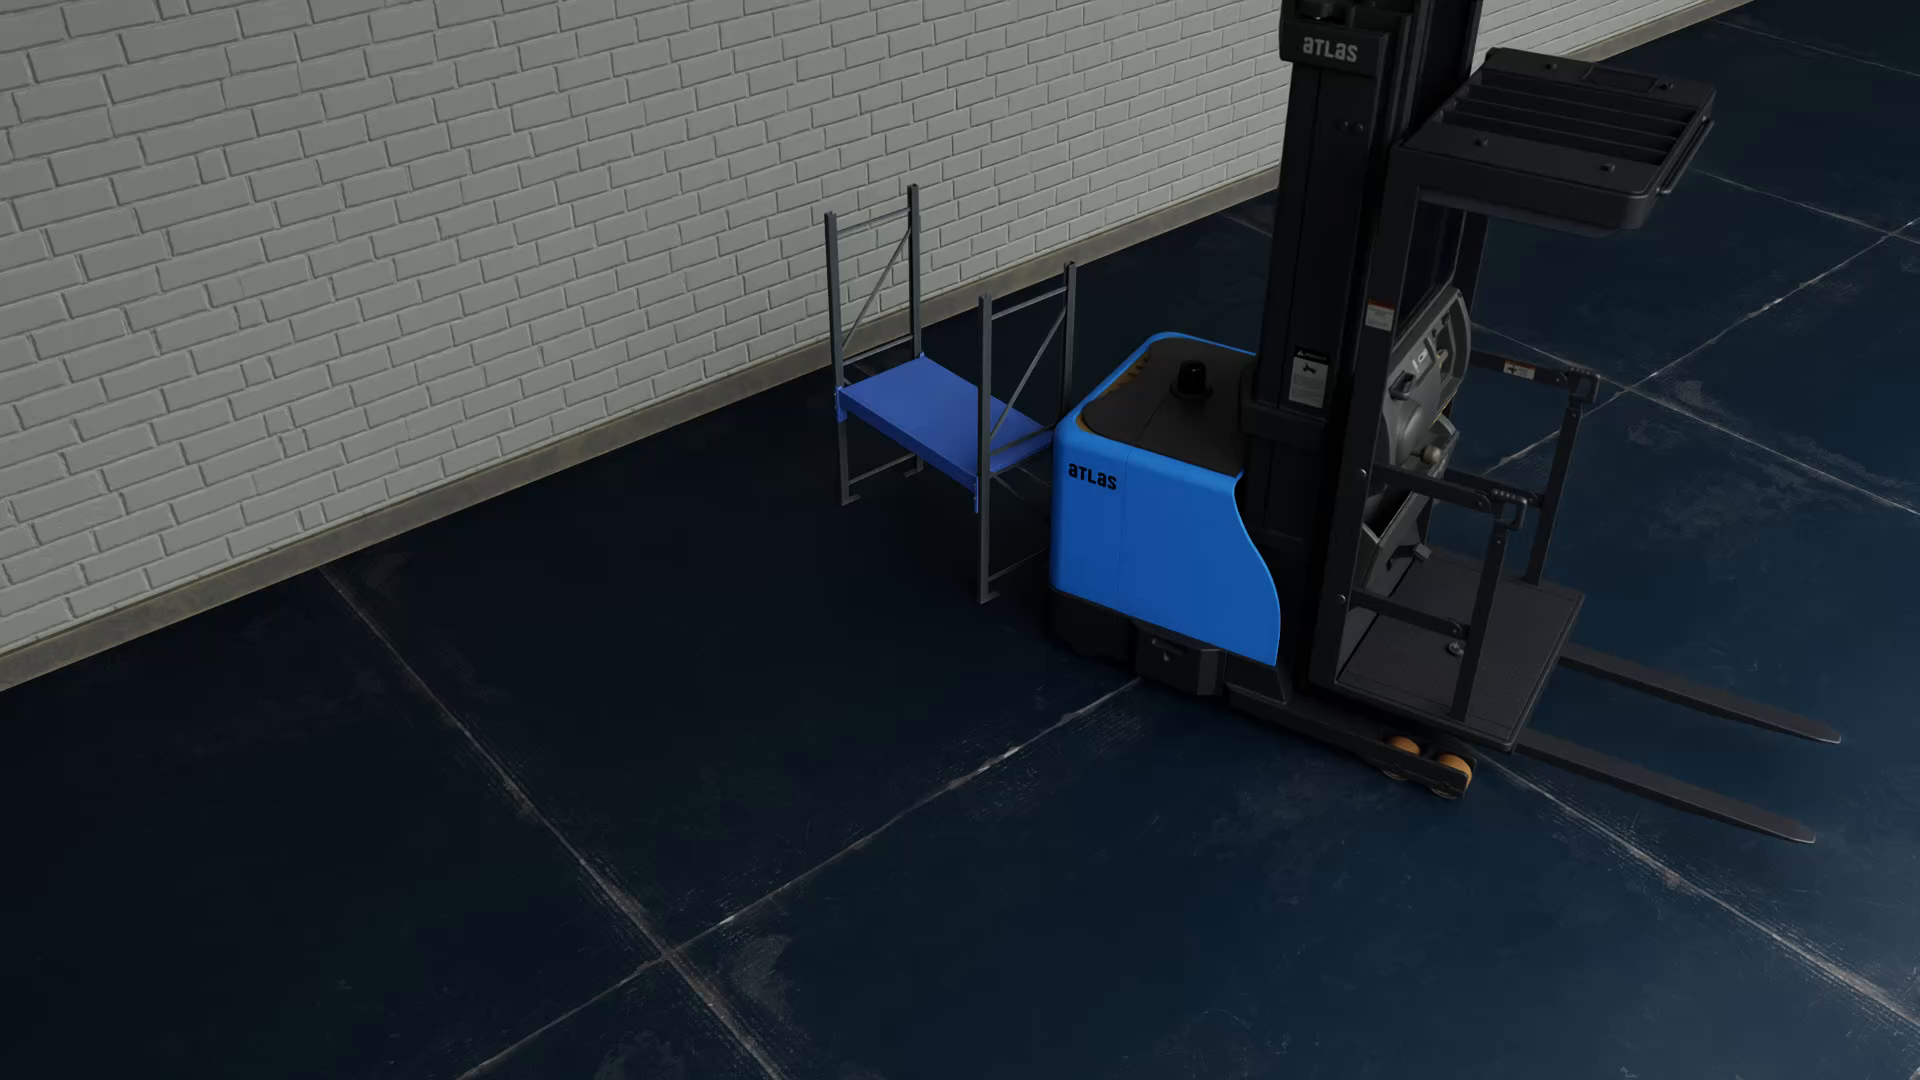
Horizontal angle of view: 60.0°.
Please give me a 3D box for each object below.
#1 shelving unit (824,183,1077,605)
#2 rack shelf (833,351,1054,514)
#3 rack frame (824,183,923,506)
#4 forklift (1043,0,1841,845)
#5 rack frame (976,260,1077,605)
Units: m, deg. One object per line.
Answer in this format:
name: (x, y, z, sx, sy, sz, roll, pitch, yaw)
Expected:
shelving unit: (-0.055, -0.650, 7.370, 0.538, 1.500, 1.048, -26, 43, -32)
rack shelf: (-0.055, -0.503, 7.474, 0.538, 0.185, 1.000, -26, 43, -32)
rack frame: (-0.383, -0.874, 7.687, 0.500, 1.500, 0.032, -26, 43, -32)
forklift: (1.883, -0.562, 6.008, 3.031, 2.935, 1.130, 19, 40, 25)
rack frame: (0.273, -0.425, 7.053, 0.500, 1.500, 0.032, -26, 43, -32)
